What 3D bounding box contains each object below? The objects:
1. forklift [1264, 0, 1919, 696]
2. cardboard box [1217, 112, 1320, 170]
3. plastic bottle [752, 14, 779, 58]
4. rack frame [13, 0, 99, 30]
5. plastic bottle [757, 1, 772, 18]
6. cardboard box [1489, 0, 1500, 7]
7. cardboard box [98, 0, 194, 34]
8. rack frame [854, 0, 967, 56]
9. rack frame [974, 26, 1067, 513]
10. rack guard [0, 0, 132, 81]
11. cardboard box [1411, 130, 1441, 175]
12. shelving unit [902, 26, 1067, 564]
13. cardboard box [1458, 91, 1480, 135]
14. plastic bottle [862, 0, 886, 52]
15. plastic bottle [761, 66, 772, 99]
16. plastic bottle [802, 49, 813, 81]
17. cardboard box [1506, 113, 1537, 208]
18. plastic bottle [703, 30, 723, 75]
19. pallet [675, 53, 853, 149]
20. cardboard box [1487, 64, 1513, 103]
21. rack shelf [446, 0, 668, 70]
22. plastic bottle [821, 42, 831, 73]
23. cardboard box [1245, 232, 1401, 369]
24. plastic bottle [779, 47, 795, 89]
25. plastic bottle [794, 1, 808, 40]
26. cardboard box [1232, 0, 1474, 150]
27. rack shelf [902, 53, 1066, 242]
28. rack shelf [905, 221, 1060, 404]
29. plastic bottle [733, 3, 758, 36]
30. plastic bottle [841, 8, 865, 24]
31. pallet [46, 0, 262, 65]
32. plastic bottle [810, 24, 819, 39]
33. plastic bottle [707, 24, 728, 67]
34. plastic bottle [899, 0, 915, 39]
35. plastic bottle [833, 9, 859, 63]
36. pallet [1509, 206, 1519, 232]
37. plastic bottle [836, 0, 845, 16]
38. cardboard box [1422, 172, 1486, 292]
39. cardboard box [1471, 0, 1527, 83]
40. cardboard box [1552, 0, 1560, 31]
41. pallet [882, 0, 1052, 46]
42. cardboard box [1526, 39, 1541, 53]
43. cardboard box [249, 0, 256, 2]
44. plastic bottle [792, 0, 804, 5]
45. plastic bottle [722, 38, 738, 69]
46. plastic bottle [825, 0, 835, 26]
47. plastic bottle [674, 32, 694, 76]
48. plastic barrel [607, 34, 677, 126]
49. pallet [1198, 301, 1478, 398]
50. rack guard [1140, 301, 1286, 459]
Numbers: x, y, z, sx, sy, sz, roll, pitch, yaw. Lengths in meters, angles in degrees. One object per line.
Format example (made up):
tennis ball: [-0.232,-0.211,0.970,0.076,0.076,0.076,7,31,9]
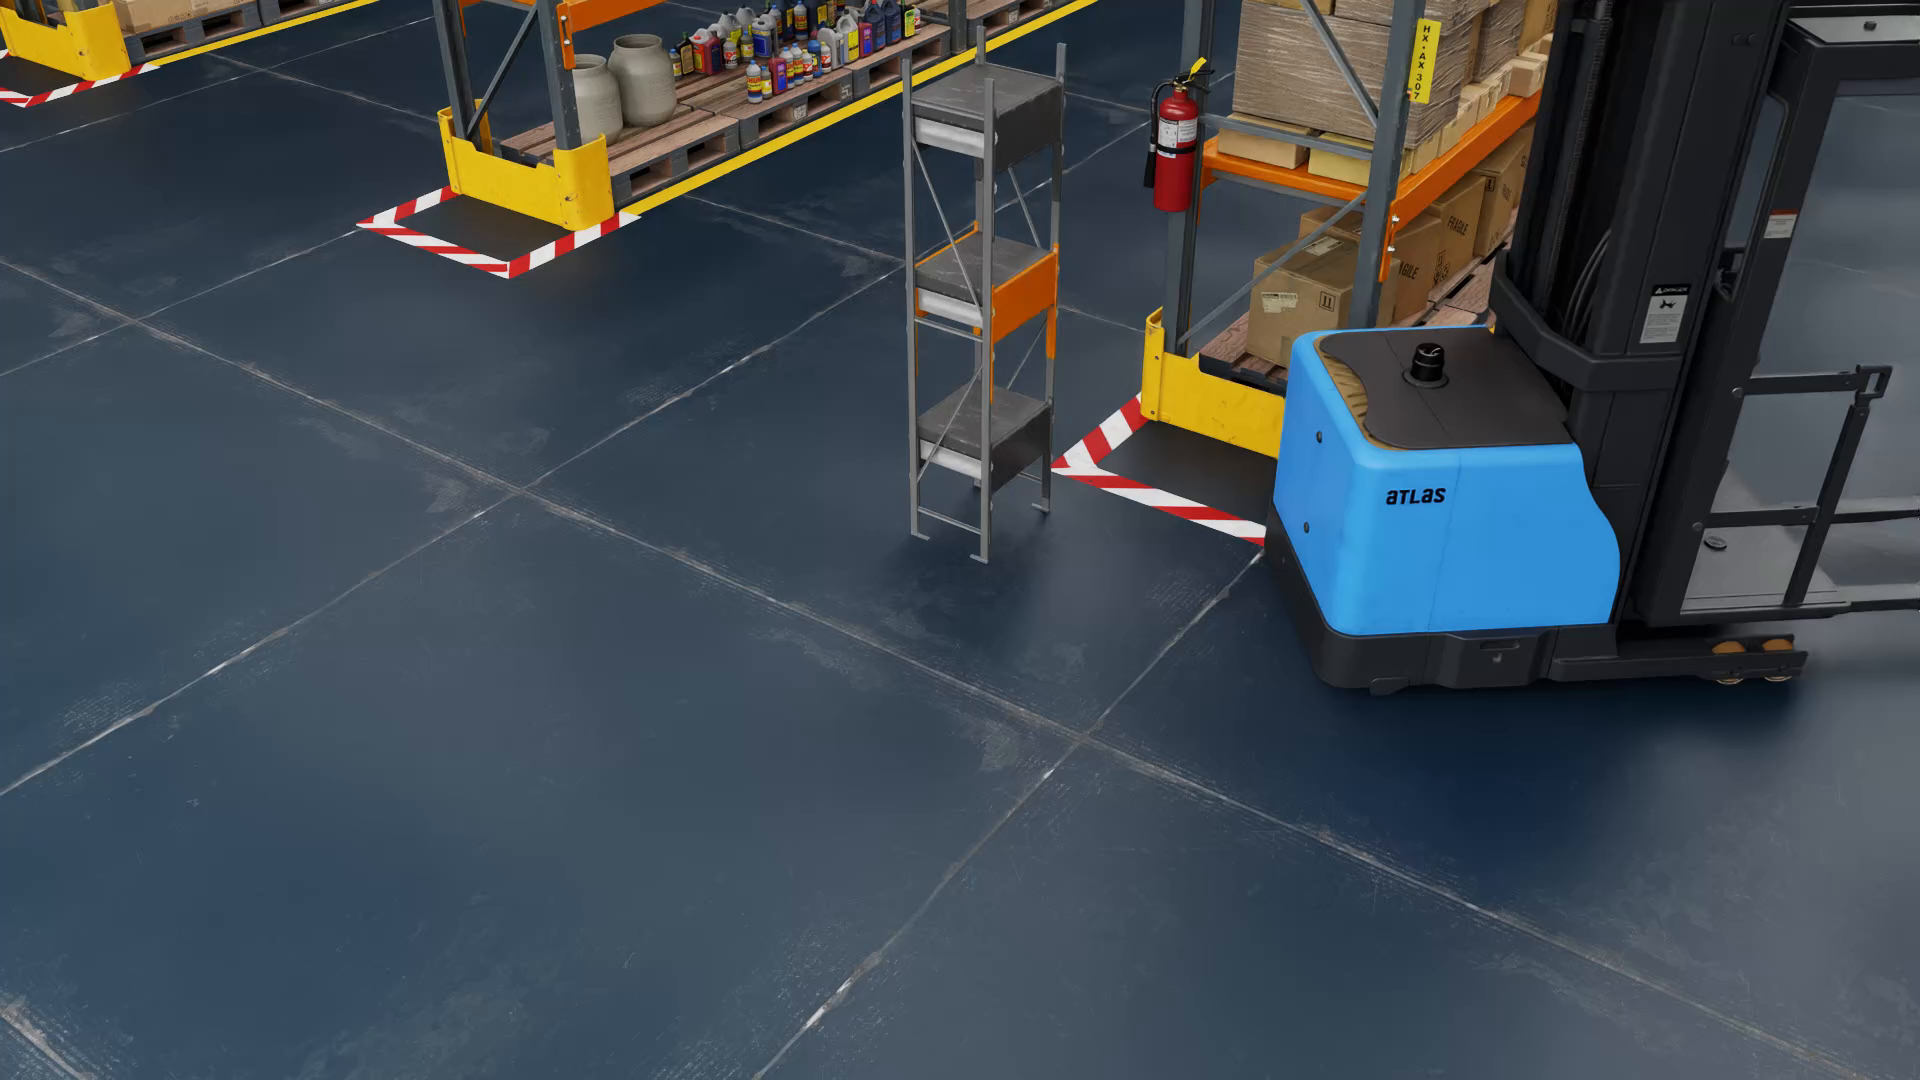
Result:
forklift: [2.837,-0.951,6.040,3.031,2.935,1.130,-3,34,-4]
cardboard box: [1.387,-1.812,7.476,0.380,0.149,0.250,21,39,28]
plastic bottle: [-1.409,-3.638,11.991,0.152,0.276,0.135,21,39,28]
rack frame: [-6.742,-4.885,11.796,1.000,3.000,0.127,21,39,28]
plastic bottle: [-1.431,-3.810,12.239,0.061,0.283,0.133,23,40,30]
cardboard box: [2.223,-2.692,7.305,0.500,0.500,0.500,21,39,28]
cardboard box: [-6.253,-4.095,12.708,0.500,0.250,0.500,21,39,28]
rack frame: [-0.394,-5.142,12.175,1.000,3.000,0.127,21,39,28]
rack frame: [0.234,-1.058,6.940,0.400,2.100,0.015,21,39,28]
rack guard: [-6.755,-3.838,12.479,1.175,0.500,0.348,21,39,28]
cardboard box: [1.911,-1.779,7.427,0.380,0.149,0.250,21,39,28]
shelving unit: [0.094,-0.946,6.774,0.431,2.100,0.503,21,39,28]
cardboard box: [2.192,-2.011,7.770,0.380,0.149,0.250,21,39,28]
plastic bottle: [-0.634,-3.750,12.089,0.144,0.351,0.185,19,39,26]
plastic bottle: [-1.326,-3.106,11.271,0.097,0.201,0.097,0,34,0]
plastic bottle: [-1.076,-3.308,11.569,0.097,0.201,0.097,0,34,0]
cardboard box: [3.094,-2.261,9.772,0.500,0.500,0.500,-23,40,-30]
plastic bottle: [-1.733,-3.417,11.657,0.061,0.283,0.133,21,39,28]
pallet: [-1.506,-3.127,11.686,1.003,0.211,1.213,21,39,28]
cardboard box: [2.460,-2.247,8.120,0.380,0.149,0.250,21,39,28]
rack shelf: [-1.534,-3.923,11.016,1.077,0.370,4.000,21,39,28]
plastic bottle: [-0.958,-3.403,11.709,0.097,0.201,0.097,0,34,0]
cardboard box: [1.764,-1.139,8.114,0.500,0.500,0.500,-29,43,-35]
plastic bottle: [-1.189,-3.245,11.414,0.097,0.271,0.097,0,34,0]
plastic bottle: [-1.178,-3.849,12.307,0.097,0.271,0.097,0,34,0]
cardboard box: [1.731,-2.128,7.364,0.875,0.500,0.500,21,39,28]
rack shelf: [0.094,-1.515,6.390,0.431,0.518,0.480,21,39,28]
rack shelf: [0.094,-0.935,6.782,0.431,0.518,0.480,21,39,28]
plastic bottle: [-1.545,-3.705,12.023,0.144,0.351,0.185,21,39,28]
plastic bottle: [-0.770,-3.755,12.163,0.152,0.276,0.135,21,39,28]
pallet: [-6.340,-4.095,13.117,1.003,0.211,1.213,21,39,28]
plastic bottle: [-1.001,-3.534,11.830,0.061,0.283,0.133,21,39,28]
plastic bottle: [-1.742,-3.511,11.803,0.152,0.276,0.135,20,39,27]
plastic bottle: [-0.397,-3.872,12.330,0.061,0.283,0.133,23,41,30]
plastic bottle: [-0.818,-3.601,11.870,0.144,0.351,0.185,21,39,28]
pallet: [3.321,-2.084,10.143,1.003,0.211,1.213,21,39,28]
plastic bottle: [-0.936,-4.187,12.807,0.097,0.271,0.097,0,34,0]
cardboard box: [2.450,-1.707,8.954,0.500,0.500,0.500,25,42,32]
cardboard box: [2.238,-2.613,8.081,0.875,0.500,0.500,21,39,28]
cardboard box: [2.851,-3.056,8.736,0.875,0.500,0.500,21,39,28]
pallet: [0.022,-4.360,13.509,1.003,0.211,1.213,21,39,28]
cardboard box: [2.721,-2.487,8.473,0.380,0.149,0.250,21,39,28]
cardboard box: [-5.686,-4.557,13.390,0.500,0.250,0.500,21,39,28]
plastic bottle: [-1.195,-3.988,12.441,0.144,0.351,0.185,22,40,29]
plastic bottle: [-1.629,-3.449,11.778,0.097,0.201,0.097,0,34,0]
plastic bottle: [-1.010,-4.001,12.521,0.061,0.283,0.133,21,39,28]
plastic bottle: [-1.936,-3.403,11.636,0.061,0.283,0.133,22,40,29]
plastic barrel: [-2.076,-3.002,10.858,0.421,0.512,0.421,0,34,0]
pallet: [1.930,-0.961,8.483,1.003,0.211,1.213,21,39,28]
rack guard: [1.438,-0.718,7.866,1.175,0.500,0.348,21,39,28]
